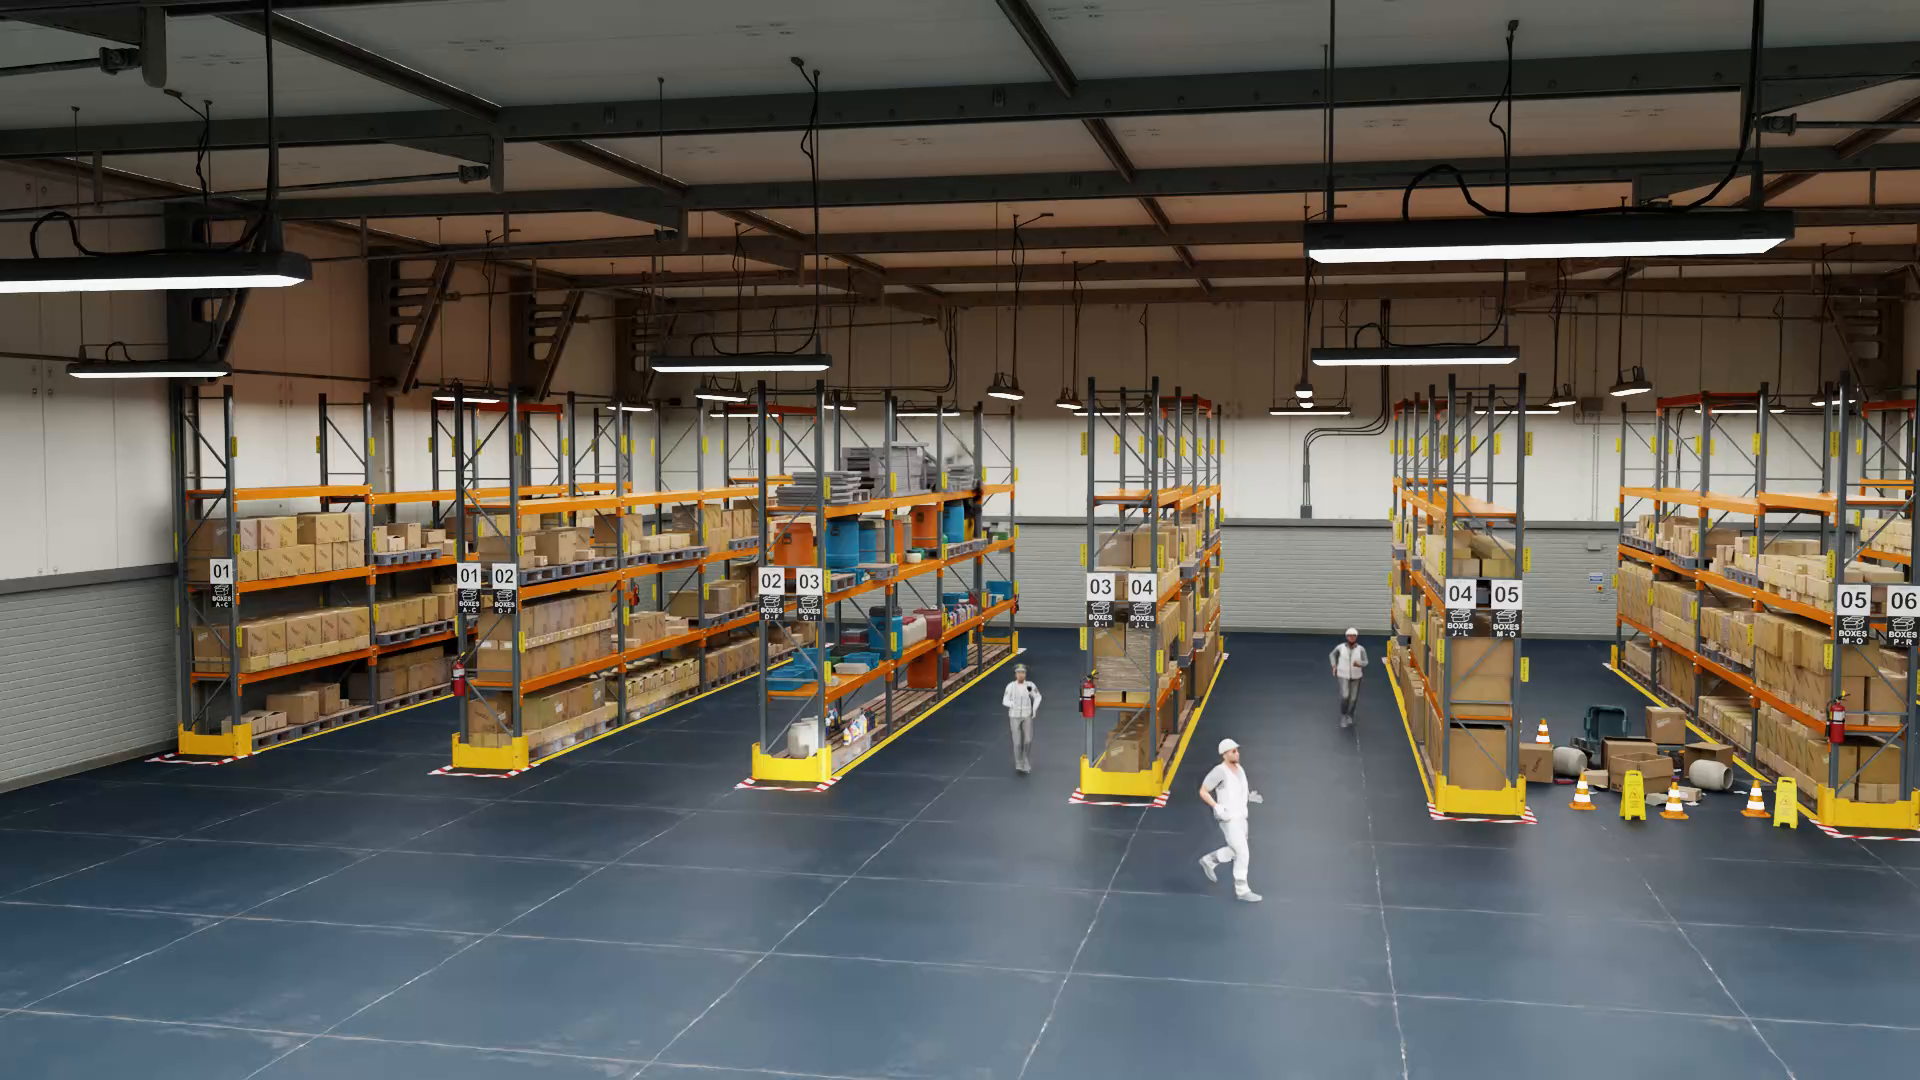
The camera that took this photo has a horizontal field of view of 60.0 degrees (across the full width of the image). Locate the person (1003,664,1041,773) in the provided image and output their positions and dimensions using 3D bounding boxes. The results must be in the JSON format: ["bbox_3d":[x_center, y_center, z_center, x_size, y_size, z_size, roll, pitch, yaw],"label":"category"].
[{"bbox_3d":[0.953,2.737,25.464,0.596,1.690,0.607,0,3,1],"label":"person"}]

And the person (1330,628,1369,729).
[{"bbox_3d":[6.946,2.460,29.633,0.638,1.790,0.686,0,3,4],"label":"person"}]

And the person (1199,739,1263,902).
[{"bbox_3d":[2.988,3.088,18.467,0.876,1.761,0.669,3,4,42],"label":"person"}]
